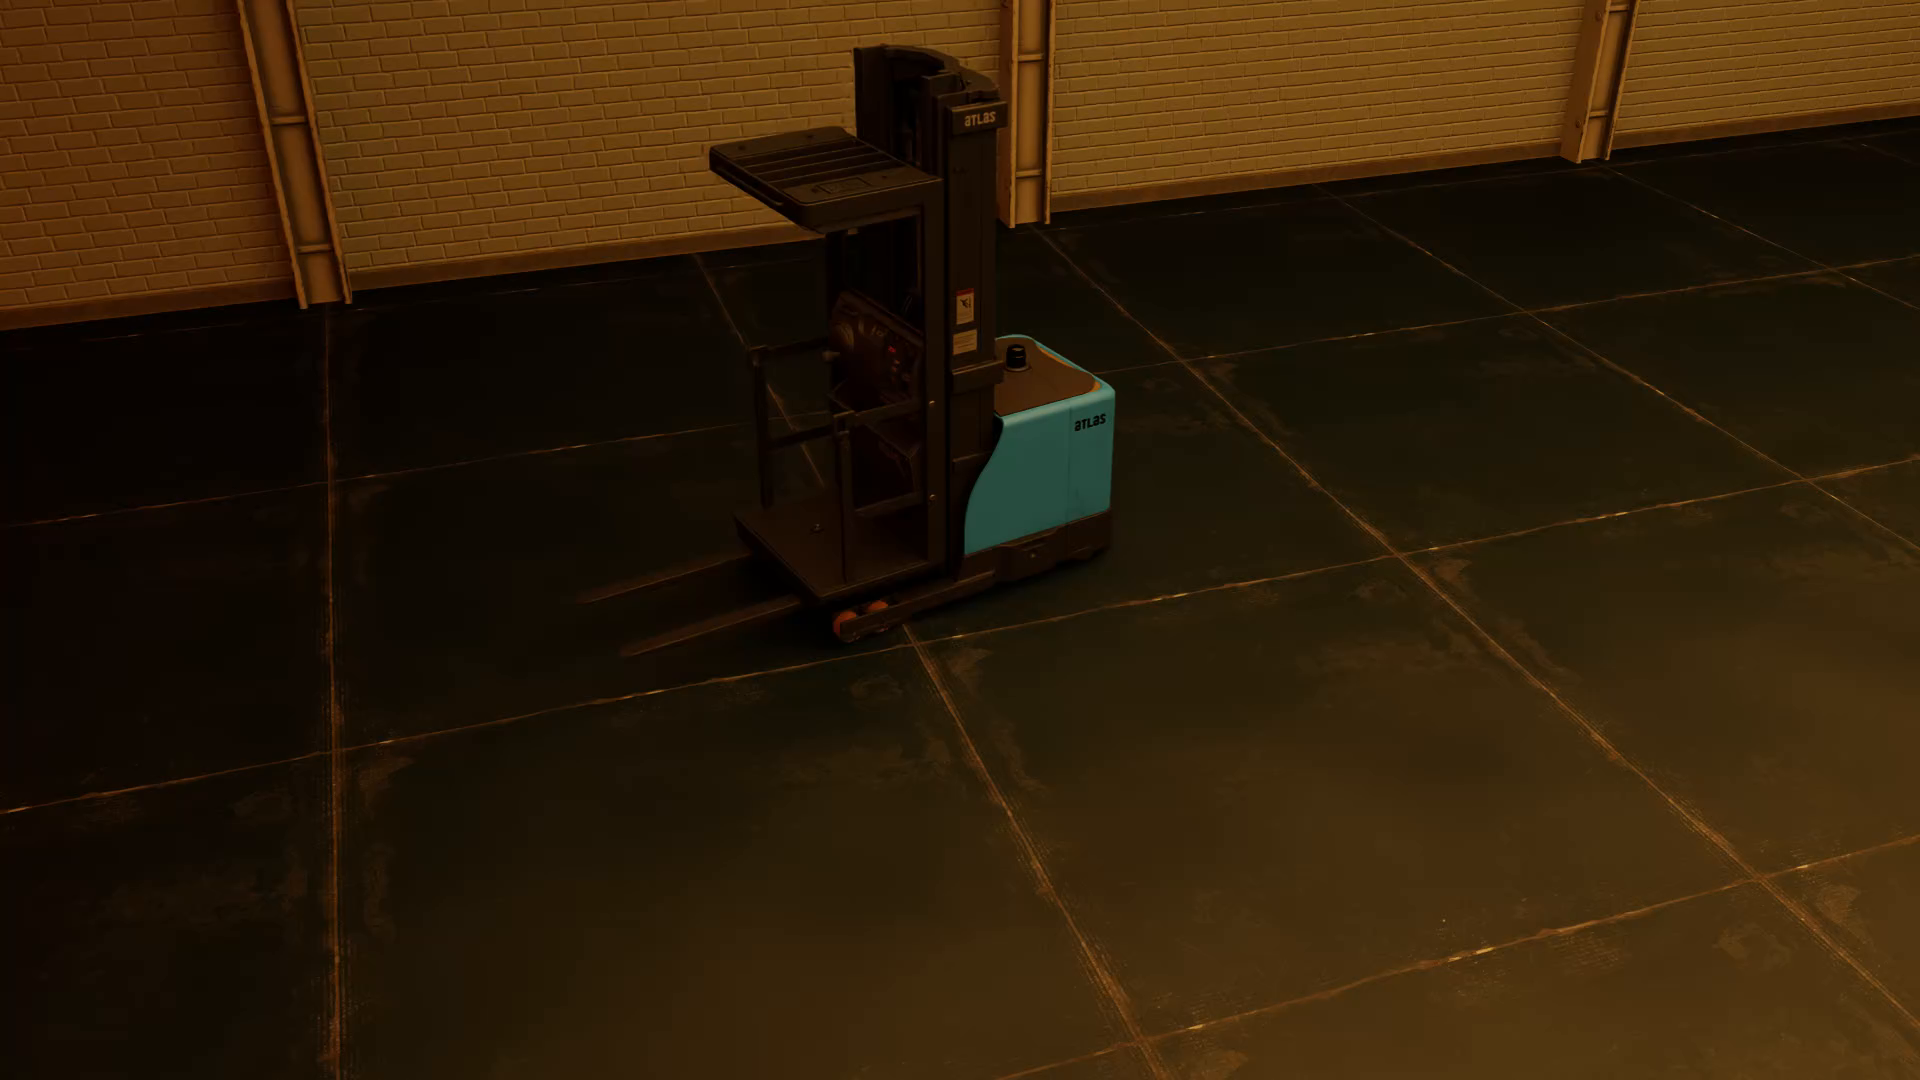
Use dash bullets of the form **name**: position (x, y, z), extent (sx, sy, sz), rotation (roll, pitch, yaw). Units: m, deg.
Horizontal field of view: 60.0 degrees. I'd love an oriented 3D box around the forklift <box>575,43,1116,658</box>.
- **forklift**: position (-0.629, -1.014, 8.850), extent (3.031, 2.935, 1.130), rotation (-17, 34, -27)
